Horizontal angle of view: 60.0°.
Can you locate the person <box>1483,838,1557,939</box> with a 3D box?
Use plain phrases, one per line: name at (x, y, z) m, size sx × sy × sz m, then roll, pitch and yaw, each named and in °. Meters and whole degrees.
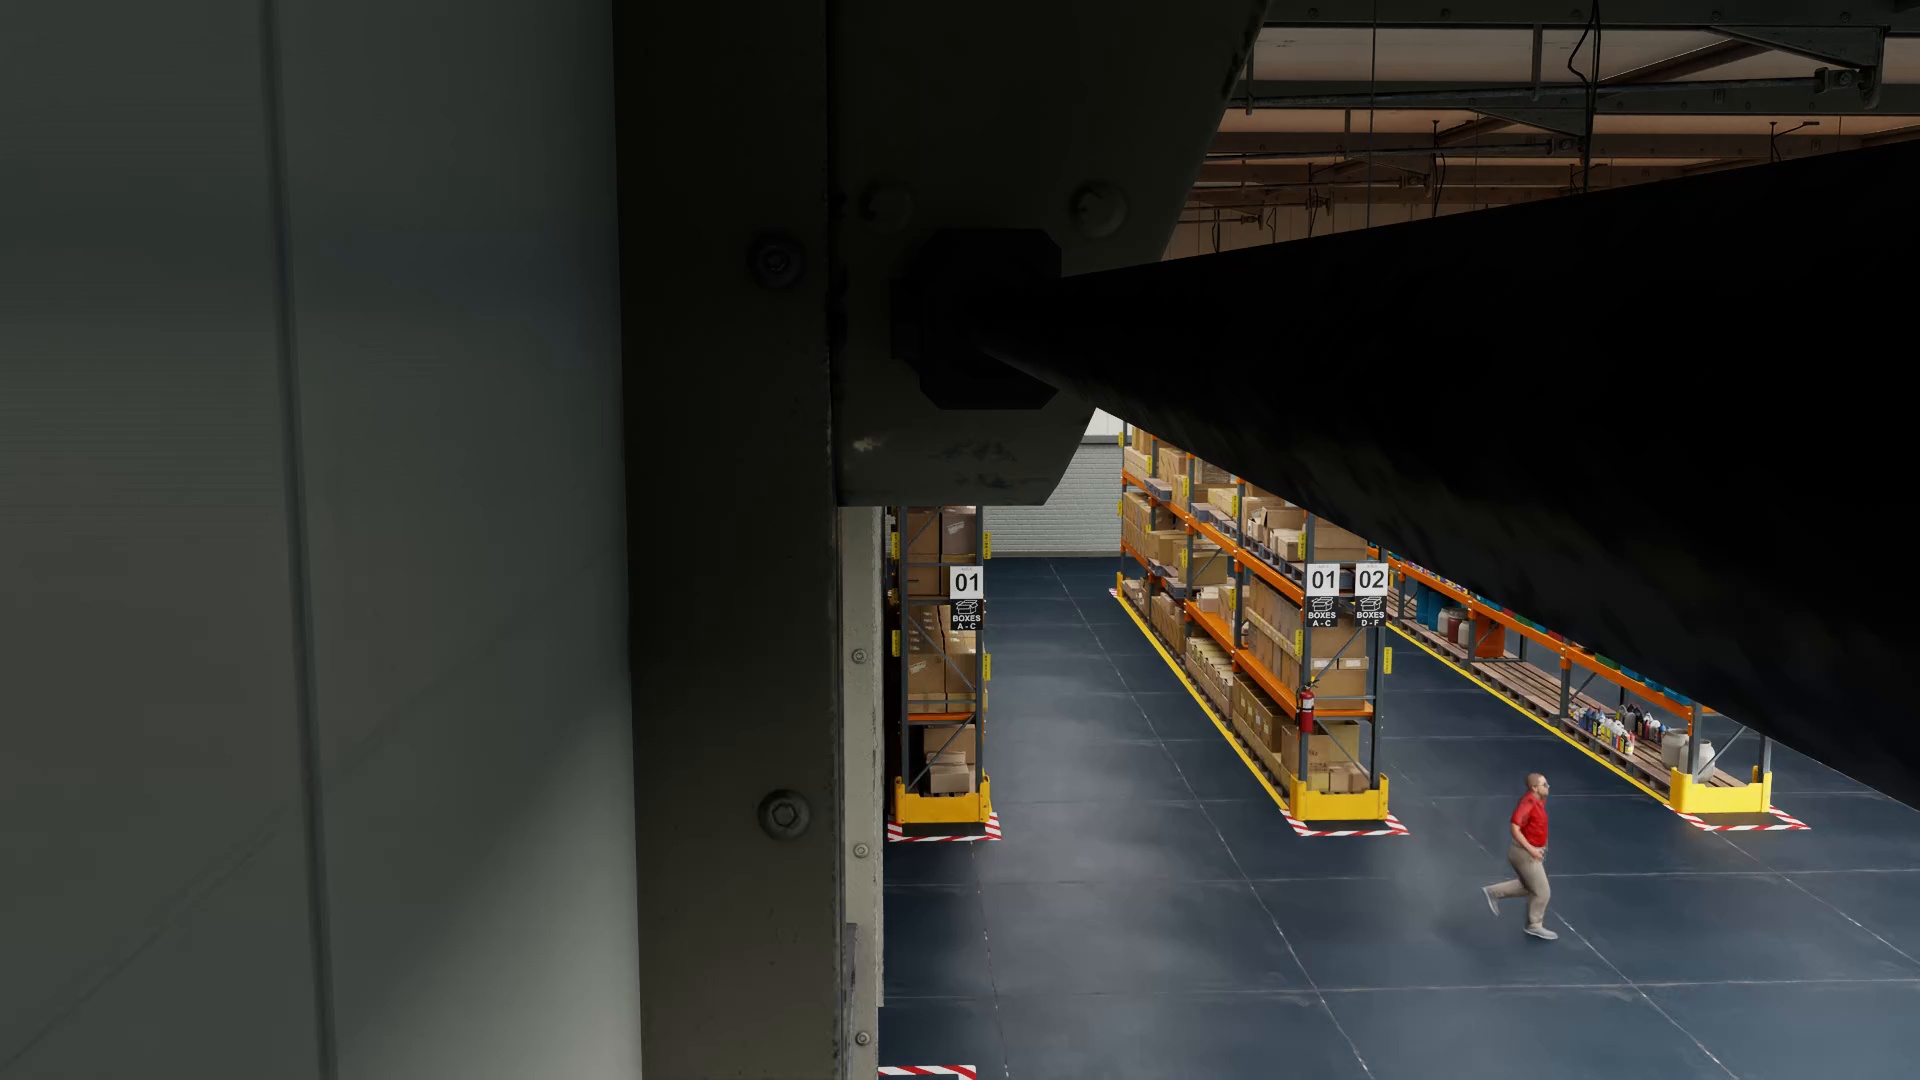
person at (5.664, 3.498, 16.810) m, size 0.744 × 1.038 × 0.423 m, roll 4°, pitch 9°, yaw 24°
